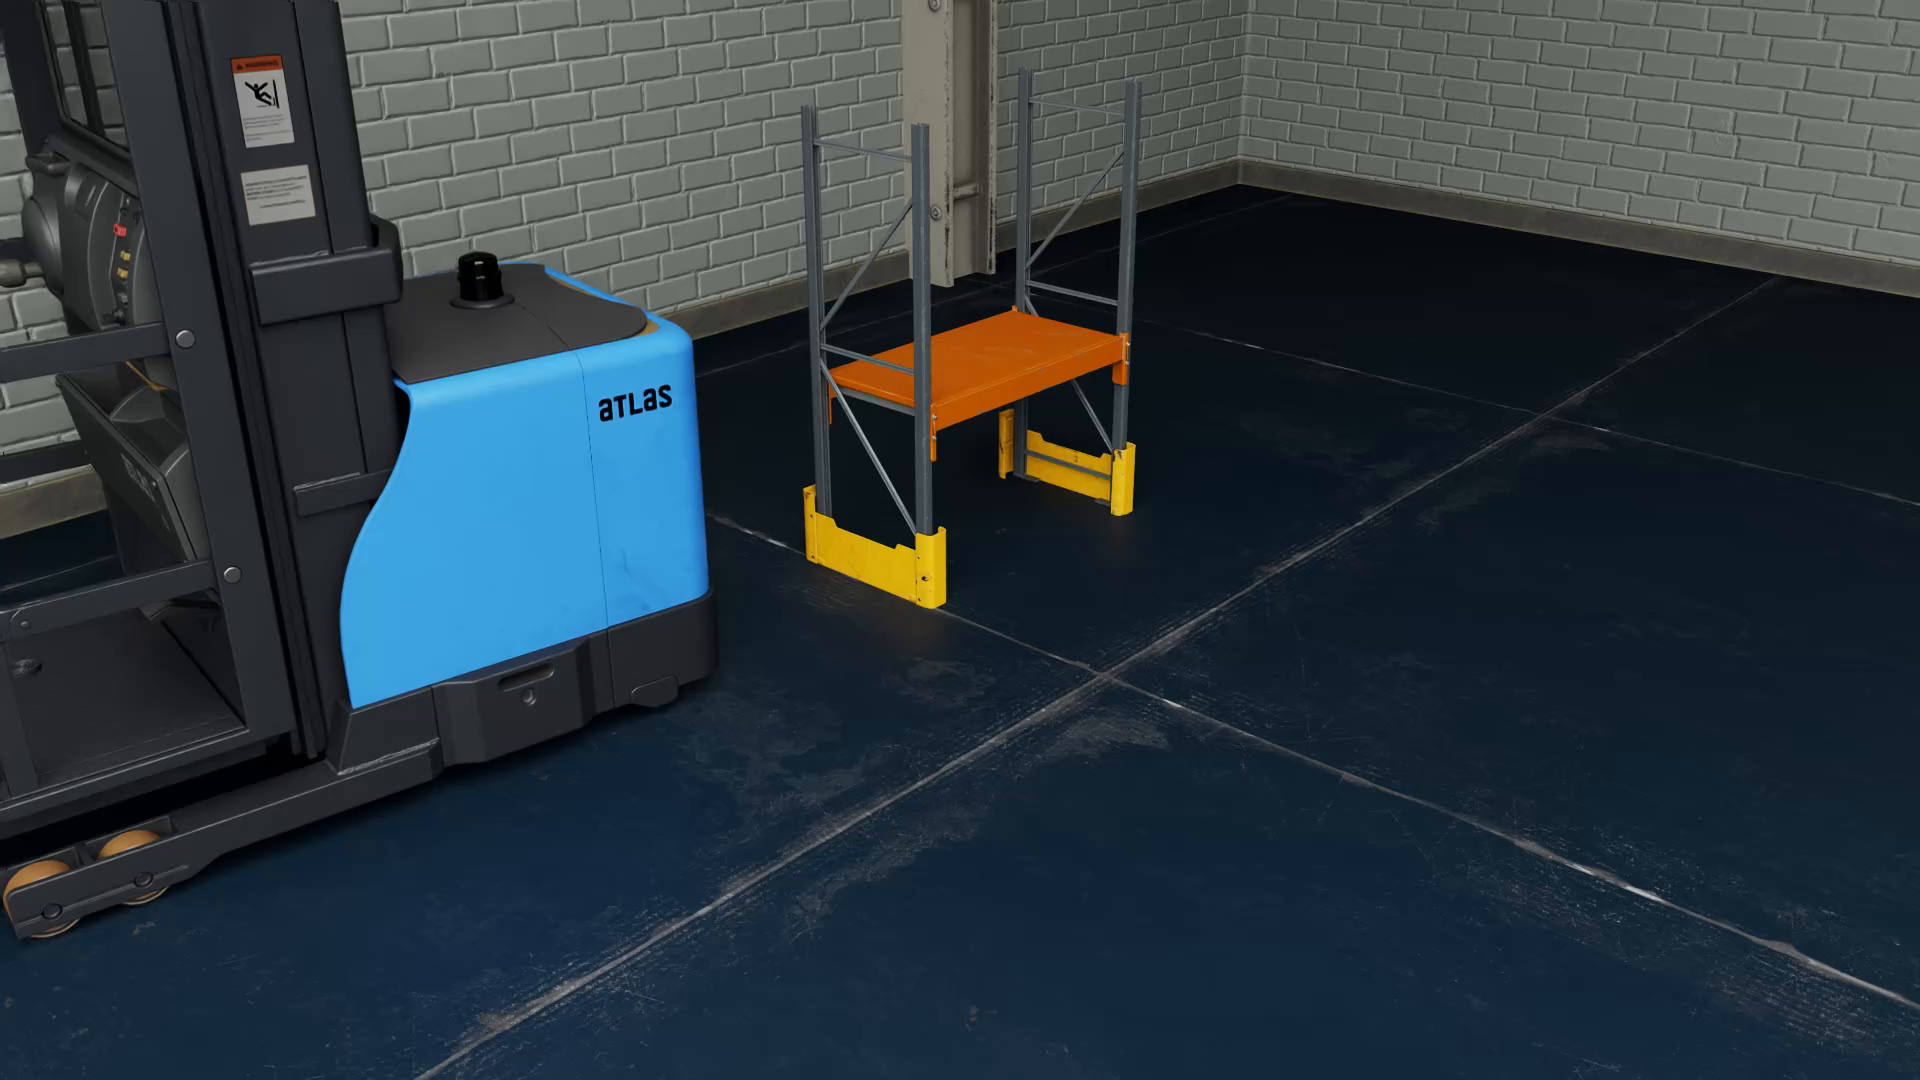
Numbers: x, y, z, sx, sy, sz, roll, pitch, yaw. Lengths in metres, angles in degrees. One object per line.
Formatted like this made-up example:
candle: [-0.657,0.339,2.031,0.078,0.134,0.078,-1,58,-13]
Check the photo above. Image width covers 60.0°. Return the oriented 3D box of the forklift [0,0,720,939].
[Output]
forklift: [-2.157,-0.686,3.697,3.031,2.935,1.130,-18,30,-35]

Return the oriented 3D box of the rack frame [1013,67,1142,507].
rack frame: [0.396,-0.865,5.847,0.500,1.500,0.032,20,31,38]

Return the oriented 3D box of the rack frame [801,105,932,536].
rack frame: [-0.282,-0.555,5.156,0.500,1.500,0.032,20,31,38]

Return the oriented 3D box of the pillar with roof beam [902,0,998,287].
pillar with roof beam: [3.156,-4.354,4.461,9.100,9.000,0.400,20,31,38]

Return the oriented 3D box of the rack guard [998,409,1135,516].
rack guard: [0.383,-0.289,6.089,0.587,0.250,0.087,20,31,38]

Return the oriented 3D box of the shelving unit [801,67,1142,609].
shelving unit: [0.051,-0.708,5.495,0.587,1.500,1.083,20,31,38]

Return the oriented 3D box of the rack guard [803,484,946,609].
rack guard: [-0.281,0.014,5.412,0.587,0.250,0.087,20,31,38]

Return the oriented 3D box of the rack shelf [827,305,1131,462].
rack shelf: [0.057,-0.546,5.575,0.538,0.185,1.000,20,31,38]
